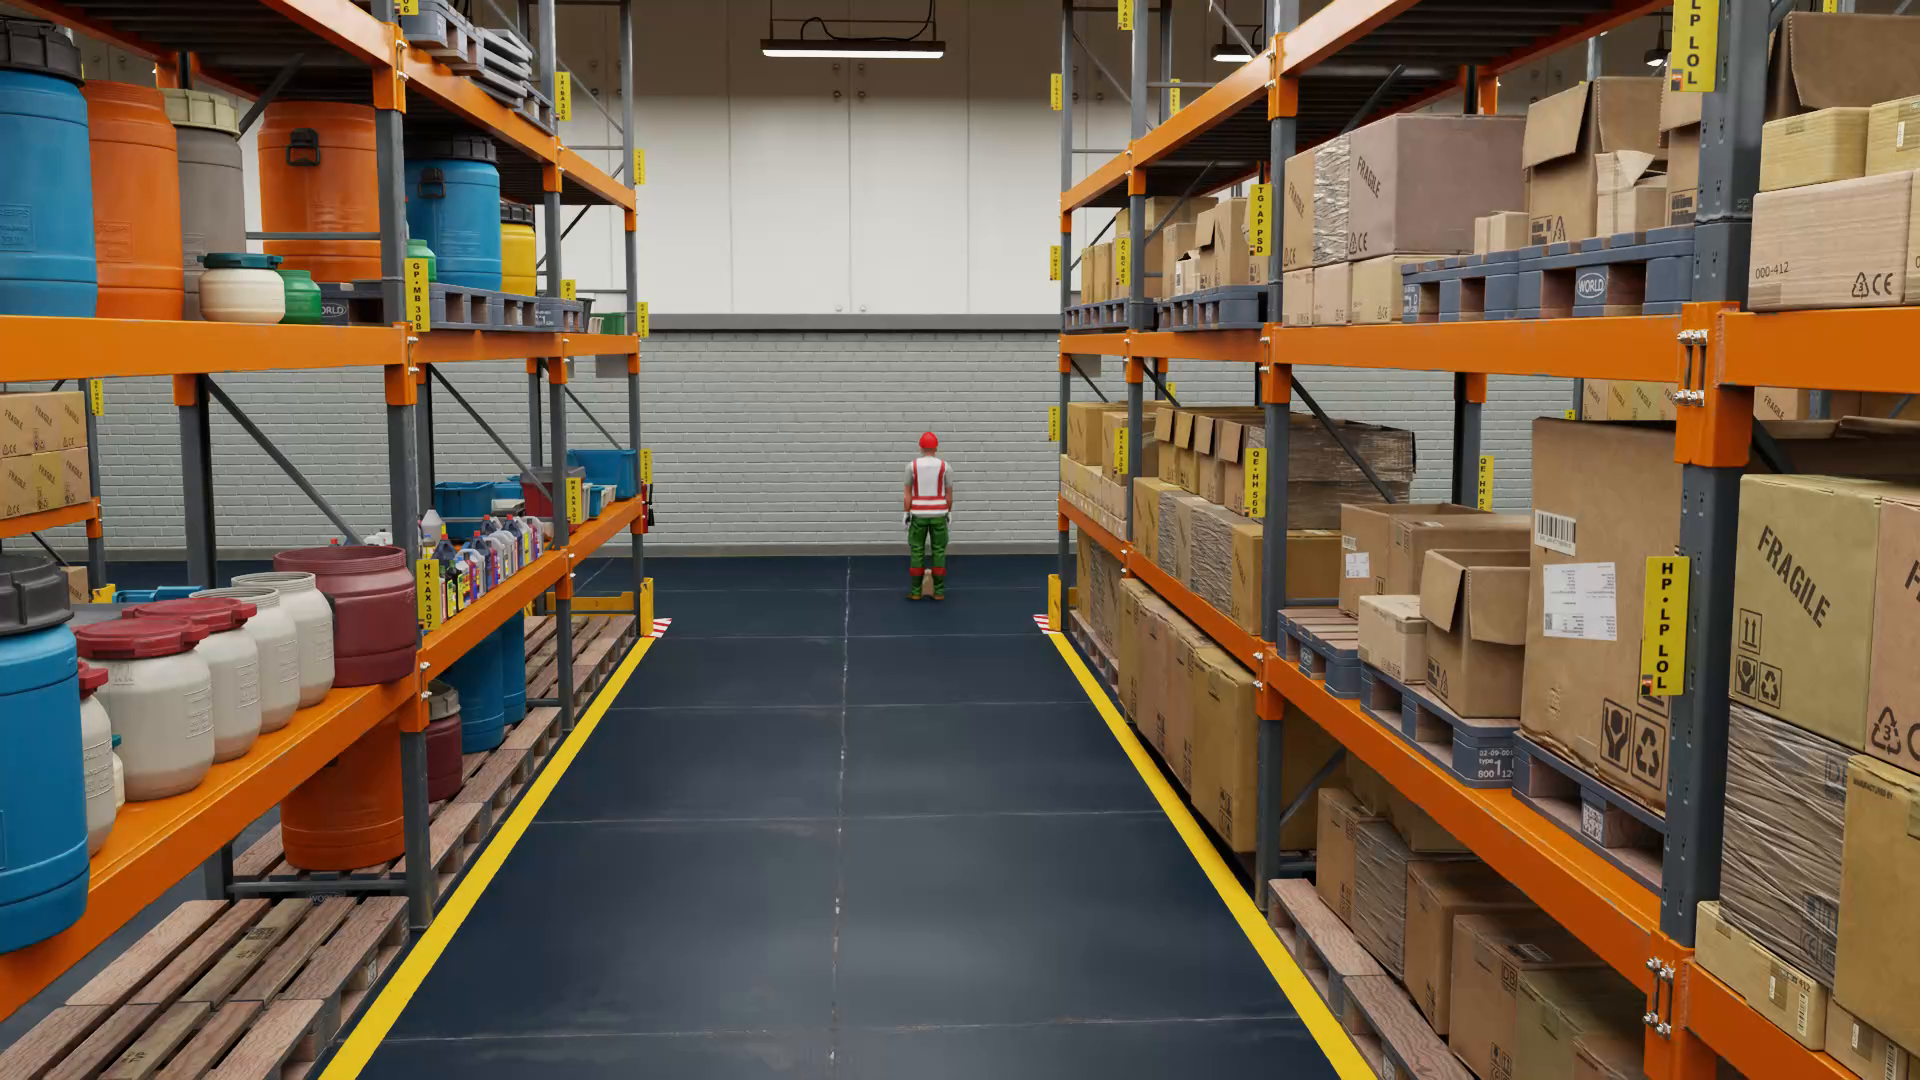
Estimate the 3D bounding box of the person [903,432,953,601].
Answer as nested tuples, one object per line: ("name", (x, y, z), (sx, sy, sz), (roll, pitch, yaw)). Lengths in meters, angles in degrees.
("person", (-0.341, -0.255, 17.732), (0.534, 1.798, 0.383), (0, 7, -2))
